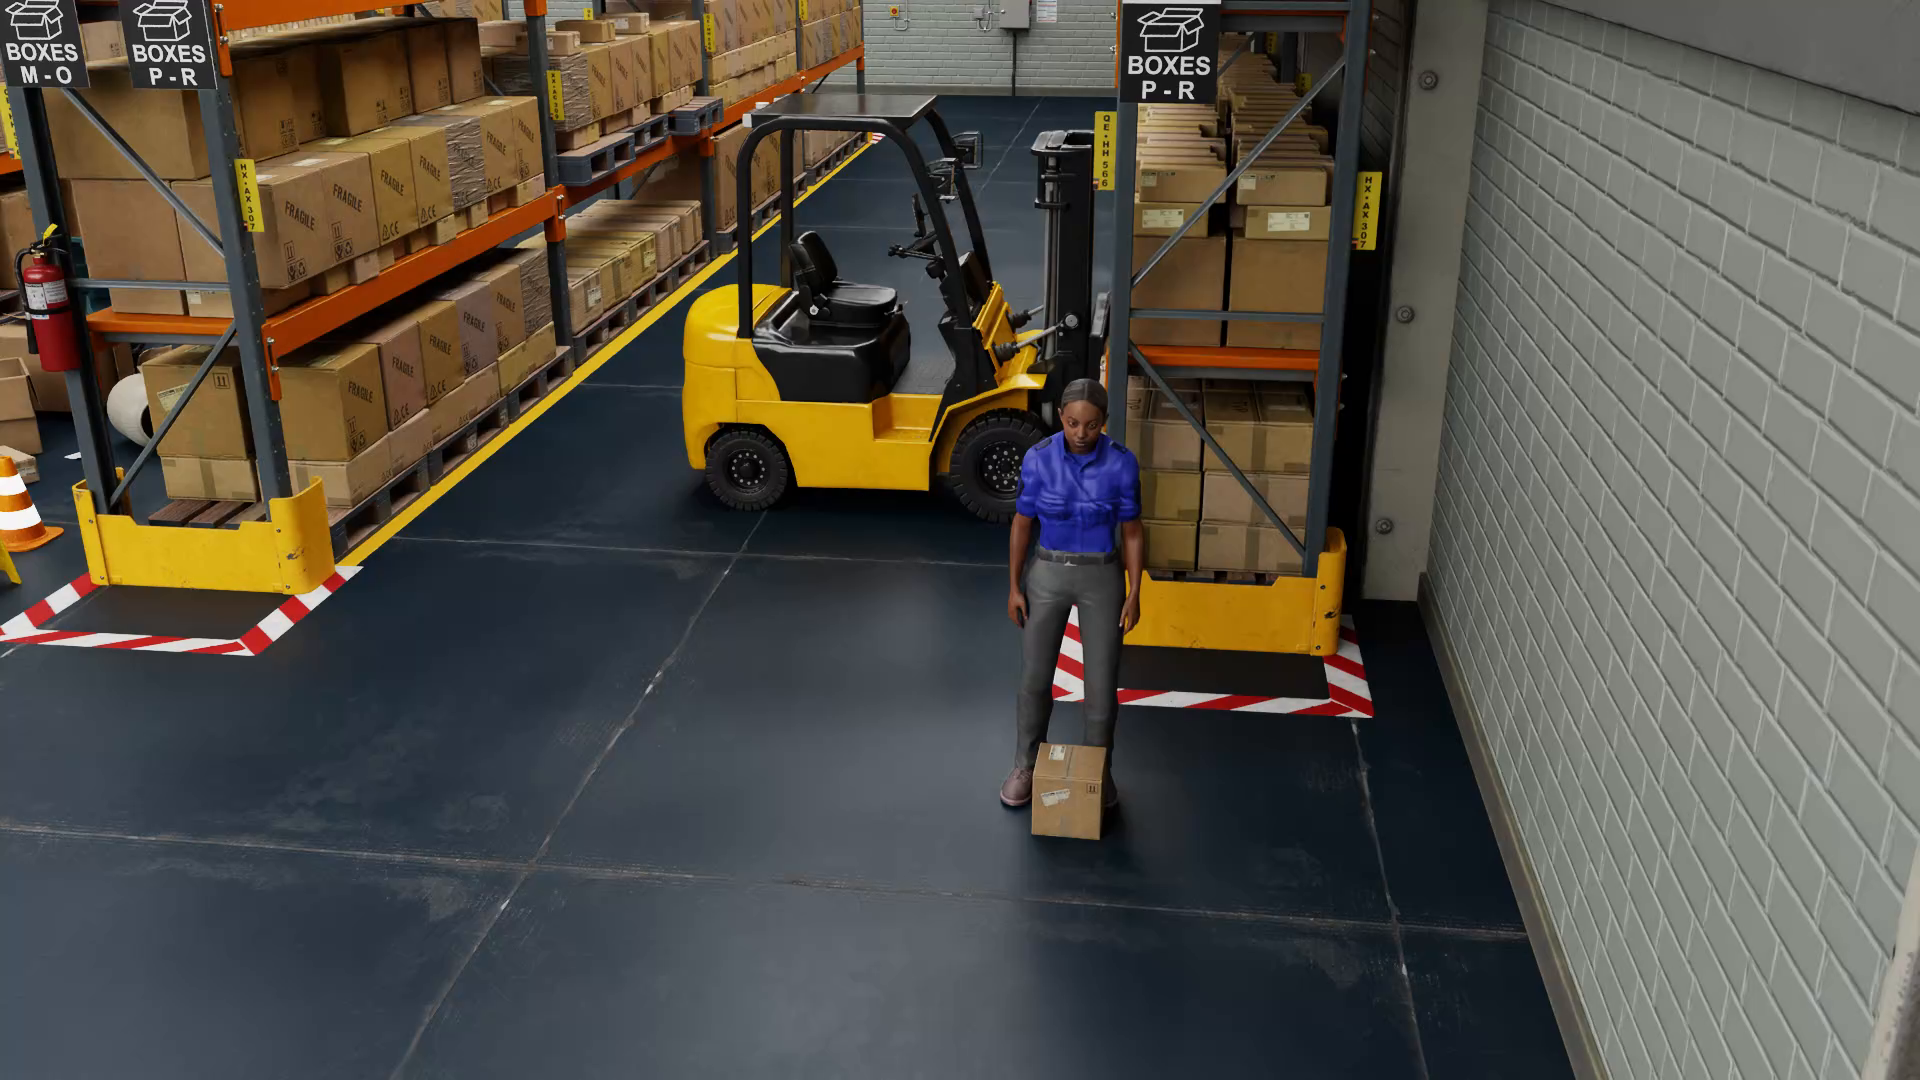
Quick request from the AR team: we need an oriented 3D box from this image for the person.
[{"bbox_3d":[0.417,0.188,6.106,0.506,1.655,0.346,3,21,7],"label":"person"}]
